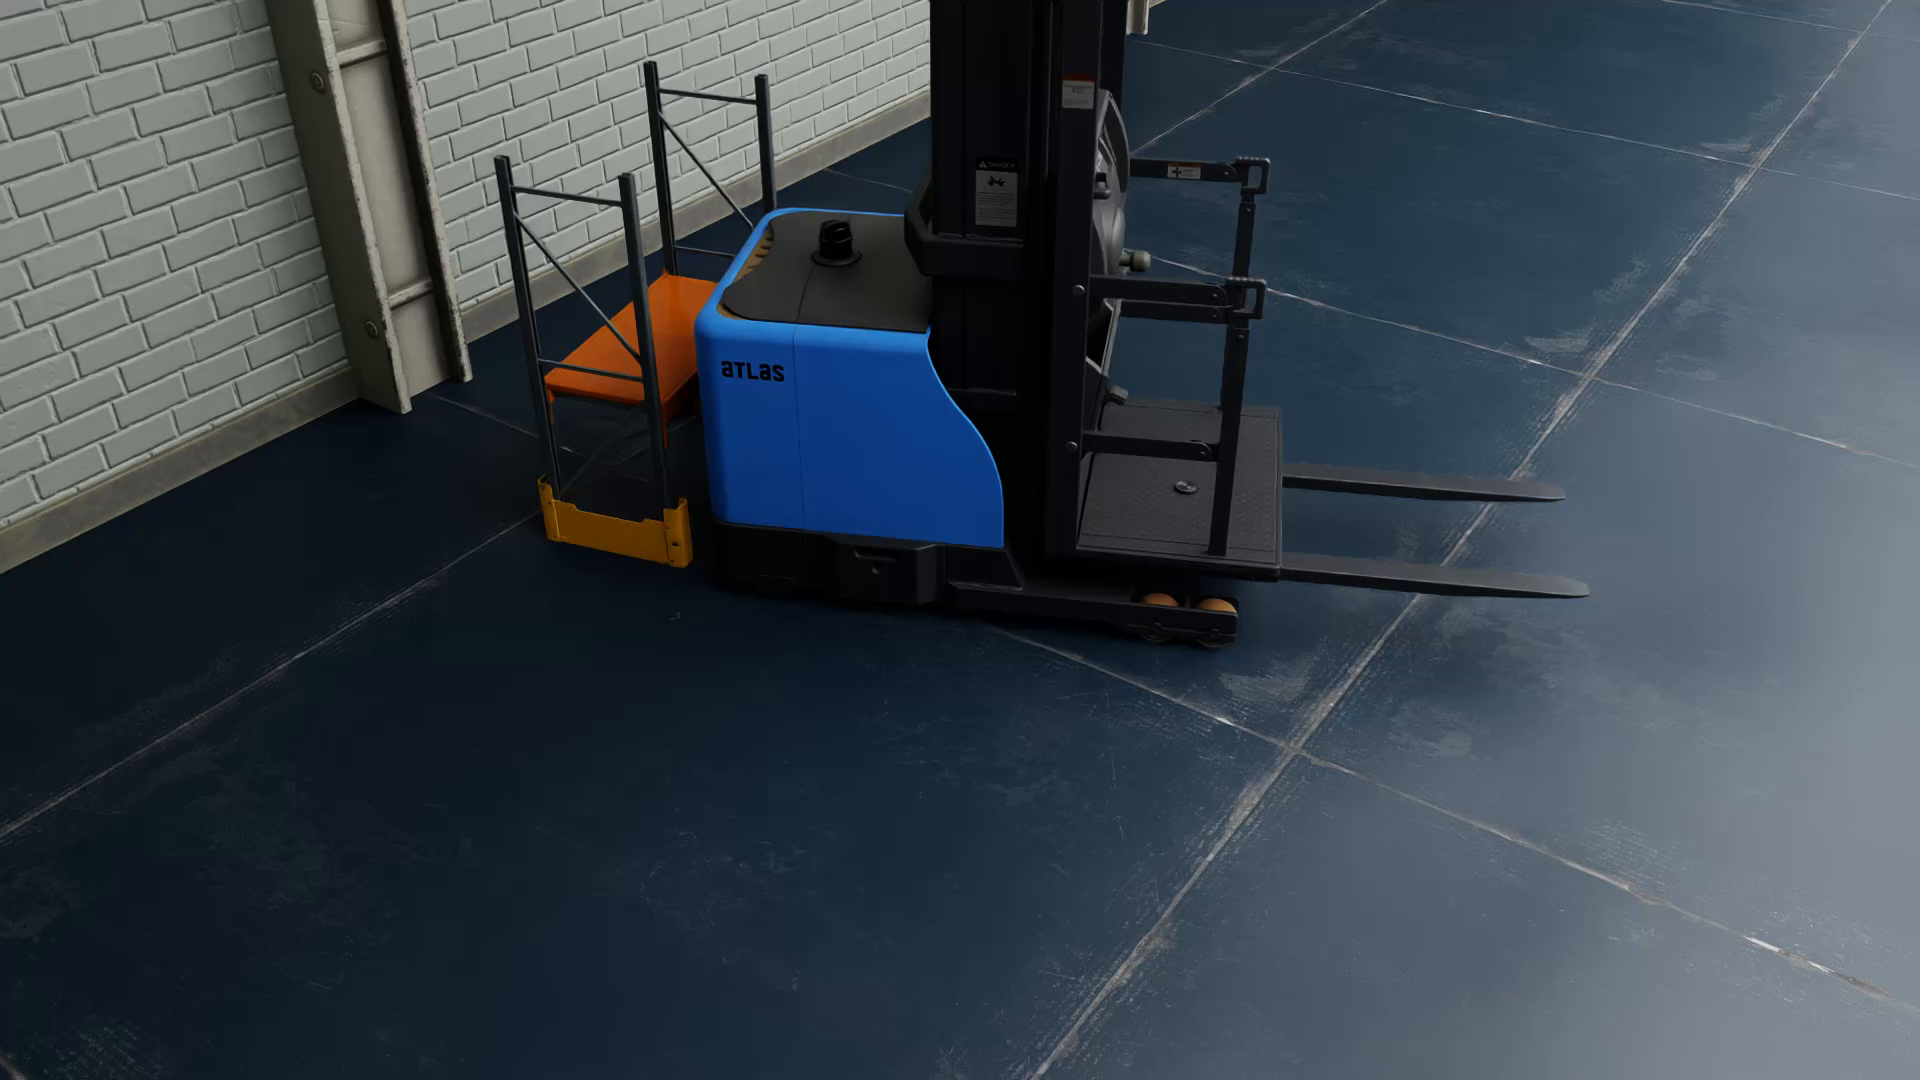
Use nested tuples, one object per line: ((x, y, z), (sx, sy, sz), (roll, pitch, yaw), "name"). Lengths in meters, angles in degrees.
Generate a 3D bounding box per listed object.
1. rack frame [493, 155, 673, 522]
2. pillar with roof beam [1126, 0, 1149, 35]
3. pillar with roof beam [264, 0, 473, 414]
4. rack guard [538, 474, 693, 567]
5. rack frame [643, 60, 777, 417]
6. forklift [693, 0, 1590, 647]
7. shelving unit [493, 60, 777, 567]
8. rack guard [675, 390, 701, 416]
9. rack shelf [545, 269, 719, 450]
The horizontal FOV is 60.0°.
((-1.278, -0.584, 5.775), (0.500, 1.500, 0.032), (11, 36, 16), "rack frame")
((4.584, -5.784, 6.770), (9.100, 9.000, 0.400), (21, 39, 28), "pillar with roof beam")
((1.163, -3.023, 2.687), (9.100, 9.000, 0.400), (21, 39, 28), "pillar with roof beam")
((-1.272, -0.076, 6.140), (0.587, 0.250, 0.087), (11, 36, 16), "rack guard")
((-0.942, -1.121, 6.569), (0.500, 1.500, 0.032), (11, 36, 16), "rack frame")
((0.676, -1.168, 5.360), (3.031, 2.935, 1.130), (5, 34, 8), "forklift")
((-1.107, -0.857, 6.179), (0.587, 1.500, 1.083), (11, 36, 16), "shelving unit")
((-0.943, -0.603, 6.919), (0.587, 0.250, 0.087), (11, 36, 16), "rack guard")
((-1.110, -0.704, 6.273), (0.538, 0.185, 1.000), (11, 36, 16), "rack shelf")
